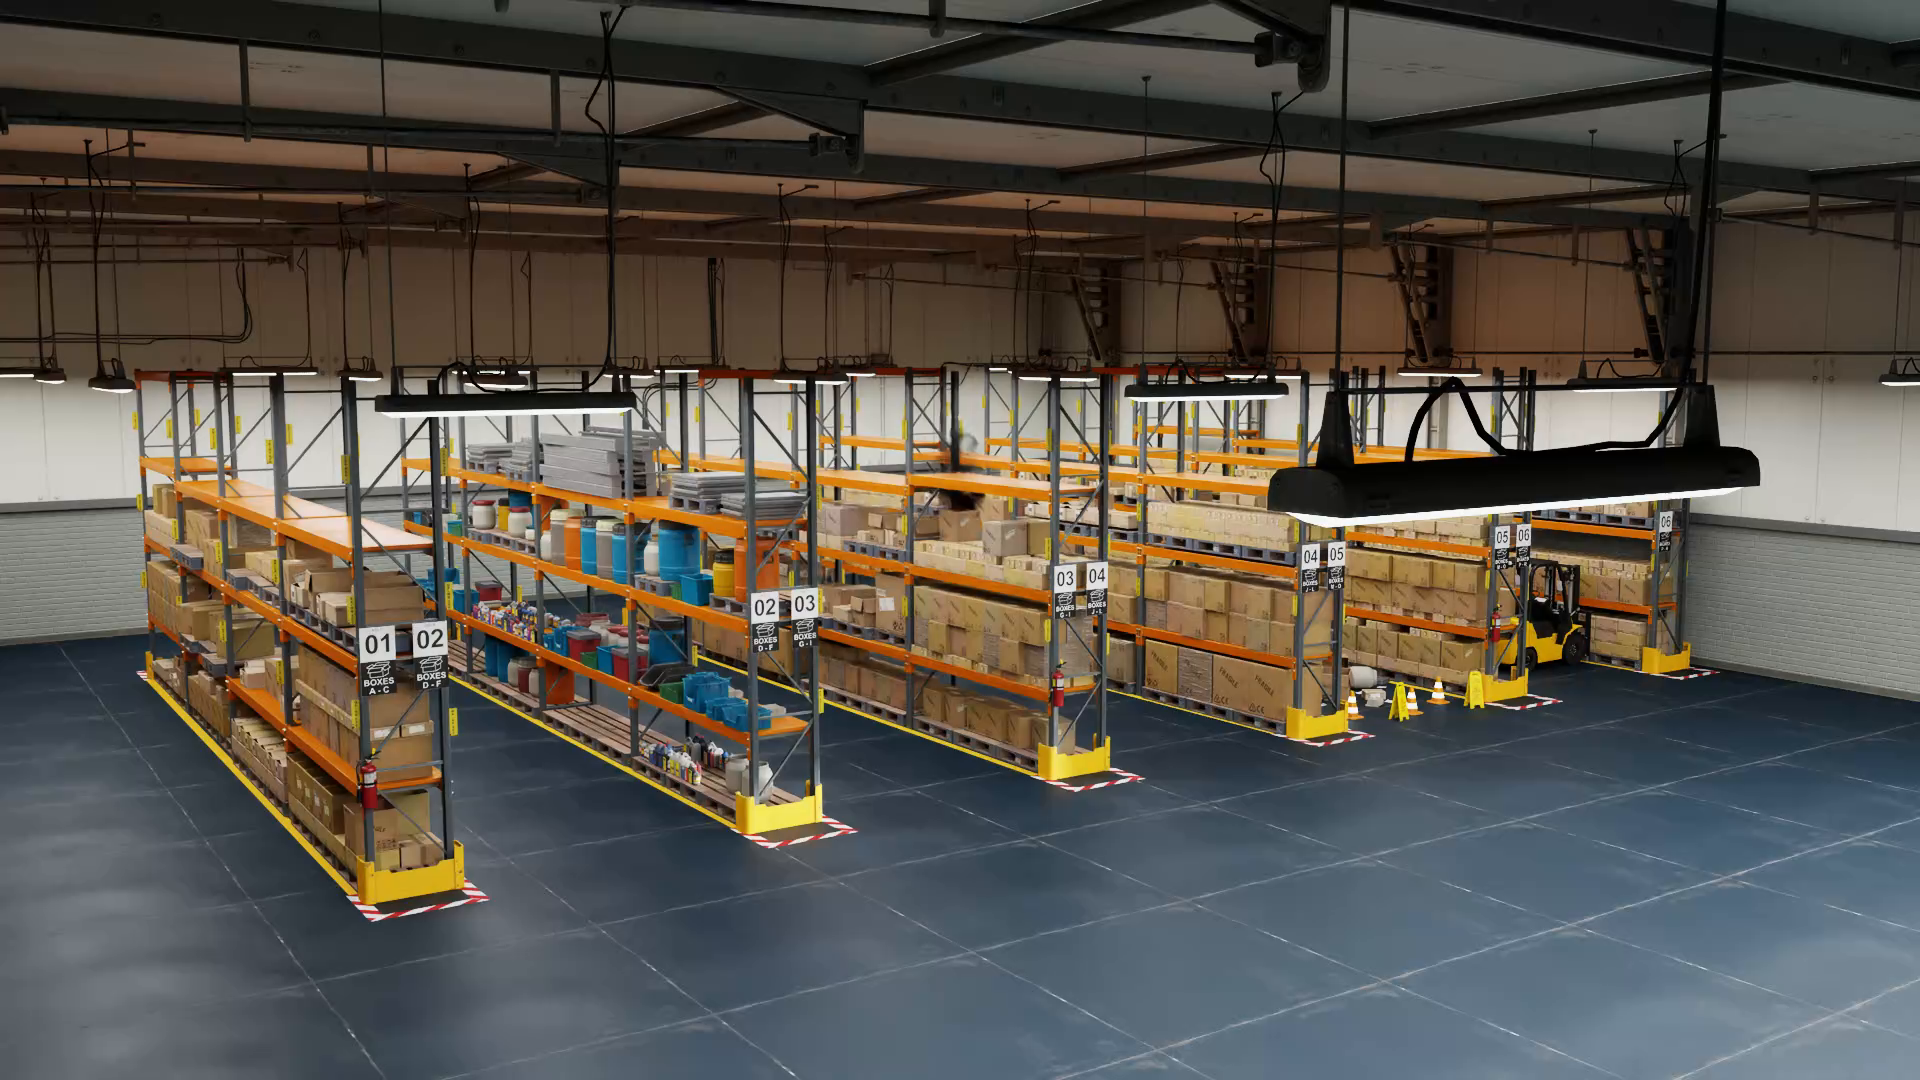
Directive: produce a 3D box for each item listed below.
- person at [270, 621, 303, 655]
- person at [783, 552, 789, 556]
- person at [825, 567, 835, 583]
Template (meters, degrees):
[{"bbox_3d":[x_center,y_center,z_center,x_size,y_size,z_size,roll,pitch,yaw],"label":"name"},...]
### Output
[{"bbox_3d":[-13.221,1.791,32.839,0.642,1.711,0.736,6,9,42],"label":"person"},{"bbox_3d":[-4.311,1.091,39.534,0.763,1.610,0.615,-2,7,-14],"label":"person"},{"bbox_3d":[-3.186,0.753,42.154,0.732,1.786,0.647,-5,8,-37],"label":"person"}]
